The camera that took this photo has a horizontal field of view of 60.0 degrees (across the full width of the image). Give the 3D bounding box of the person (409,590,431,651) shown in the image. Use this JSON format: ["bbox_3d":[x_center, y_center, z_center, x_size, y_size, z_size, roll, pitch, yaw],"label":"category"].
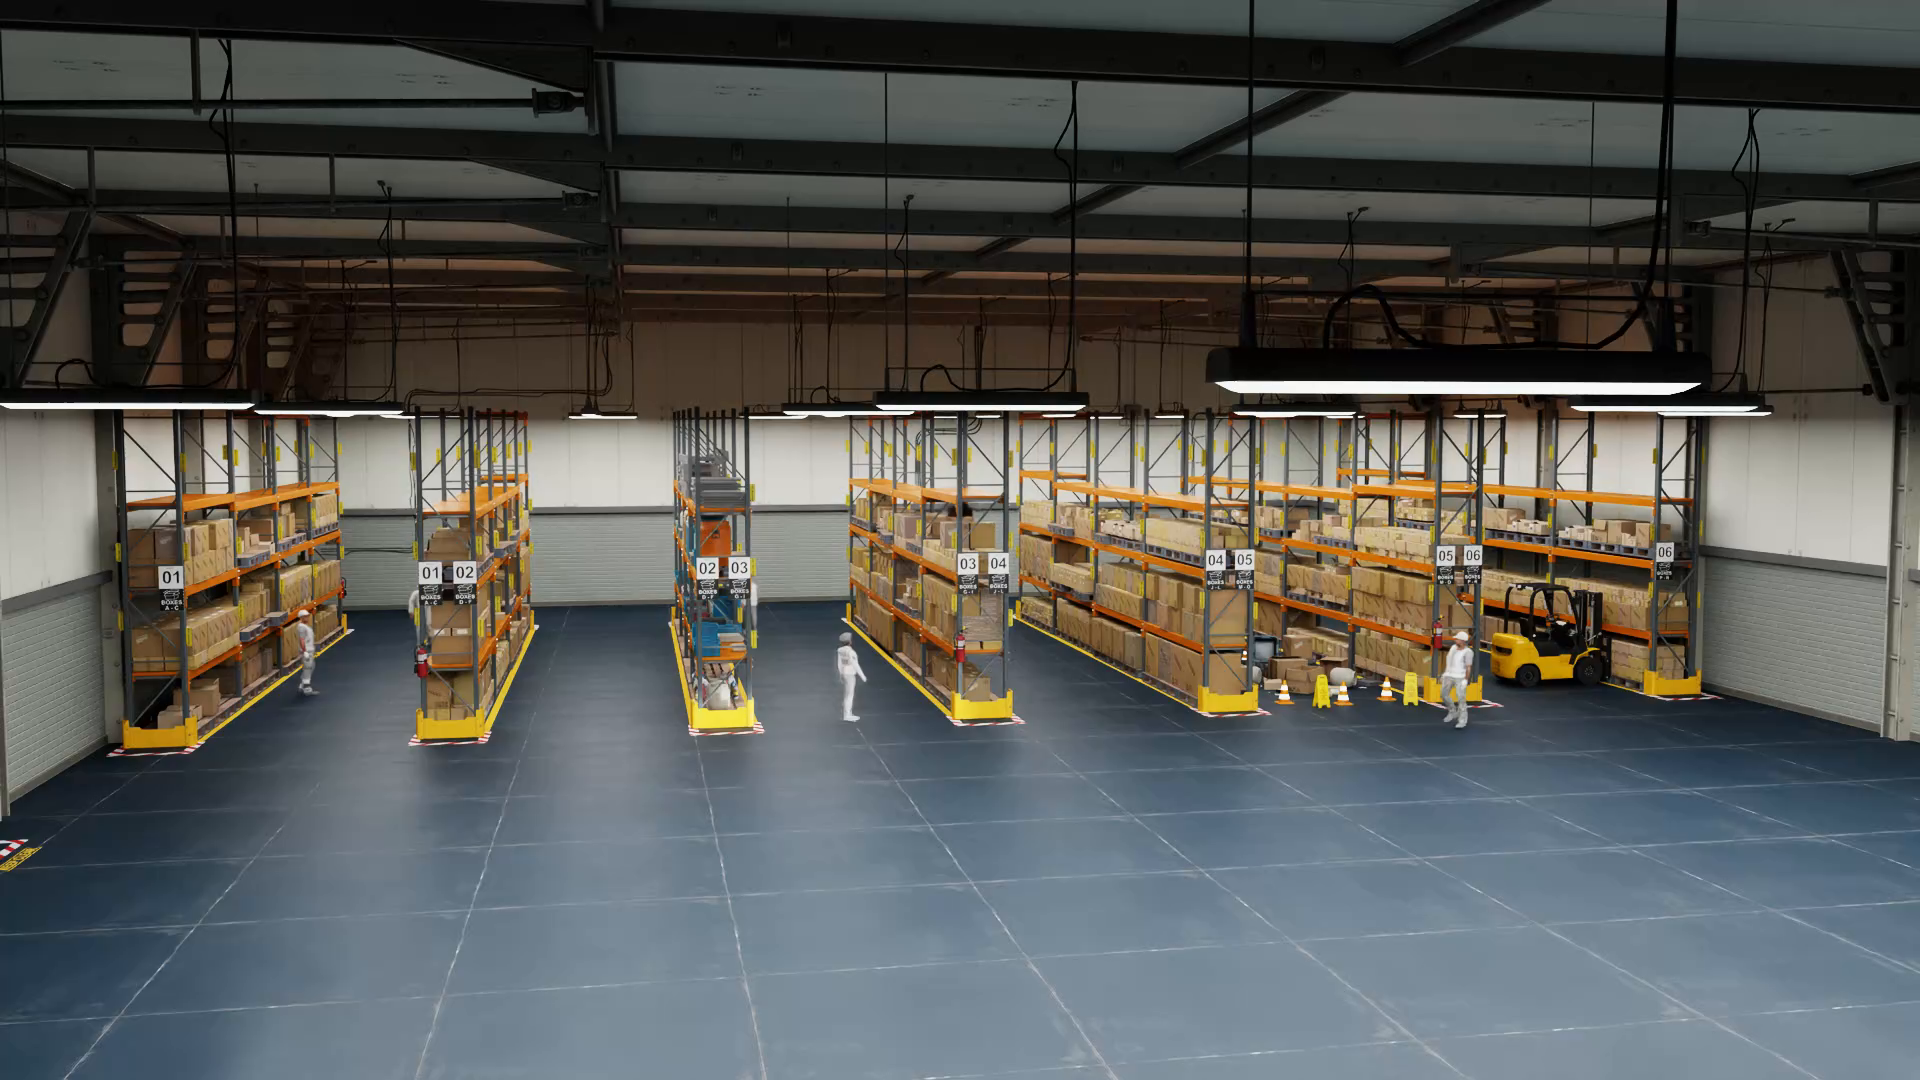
[{"bbox_3d":[-13.503,1.914,41.937,0.765,1.814,0.935,-1,4,-7],"label":"person"}]

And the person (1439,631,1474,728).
[{"bbox_3d":[9.328,2.600,31.263,0.496,1.780,0.656,-3,5,-37],"label":"person"}]

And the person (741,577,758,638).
[{"bbox_3d":[-5.588,1.727,44.041,0.547,1.738,0.976,-1,4,-17],"label":"person"}]

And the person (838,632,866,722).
[{"bbox_3d":[-2.096,2.613,31.881,0.502,1.710,0.533,-2,4,-23],"label":"person"}]

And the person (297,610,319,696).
[{"bbox_3d":[-13.646,2.352,34.771,0.408,1.800,0.574,-2,5,-26],"label":"person"}]
